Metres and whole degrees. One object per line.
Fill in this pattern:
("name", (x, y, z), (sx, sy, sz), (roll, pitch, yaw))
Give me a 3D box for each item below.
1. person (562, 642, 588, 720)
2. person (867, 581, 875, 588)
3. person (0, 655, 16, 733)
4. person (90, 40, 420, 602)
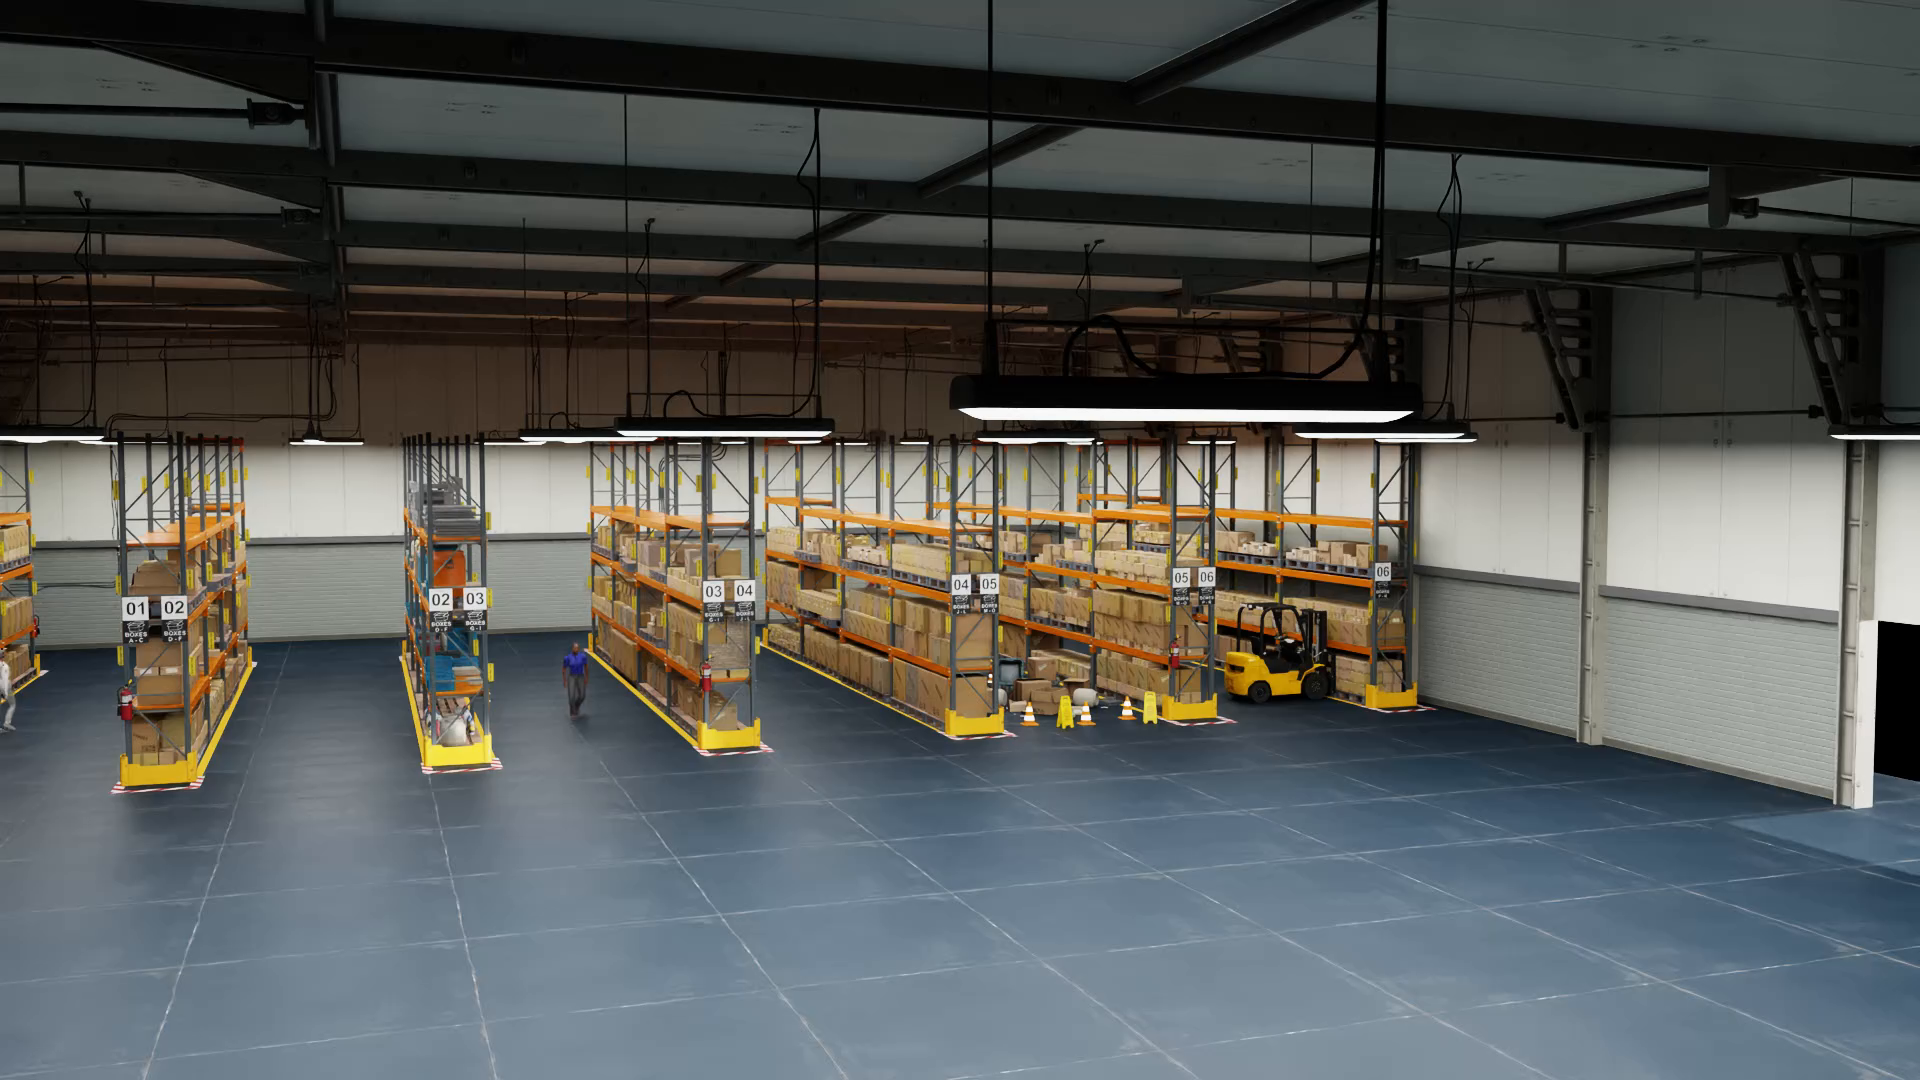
("person", (-8.157, 2.965, 35.247), (0.540, 1.636, 0.555), (-1, 3, -19))
("person", (-2.646, 2.087, 49.543), (0.664, 1.798, 0.603), (-1, 3, -16))
("person", (-19.259, 3.051, 33.348), (0.492, 1.629, 0.496), (0, 3, -4))
("person", (-10.348, -0.372, 28.618), (12.655, 8.982, 37.865), (0, 3, 3))
